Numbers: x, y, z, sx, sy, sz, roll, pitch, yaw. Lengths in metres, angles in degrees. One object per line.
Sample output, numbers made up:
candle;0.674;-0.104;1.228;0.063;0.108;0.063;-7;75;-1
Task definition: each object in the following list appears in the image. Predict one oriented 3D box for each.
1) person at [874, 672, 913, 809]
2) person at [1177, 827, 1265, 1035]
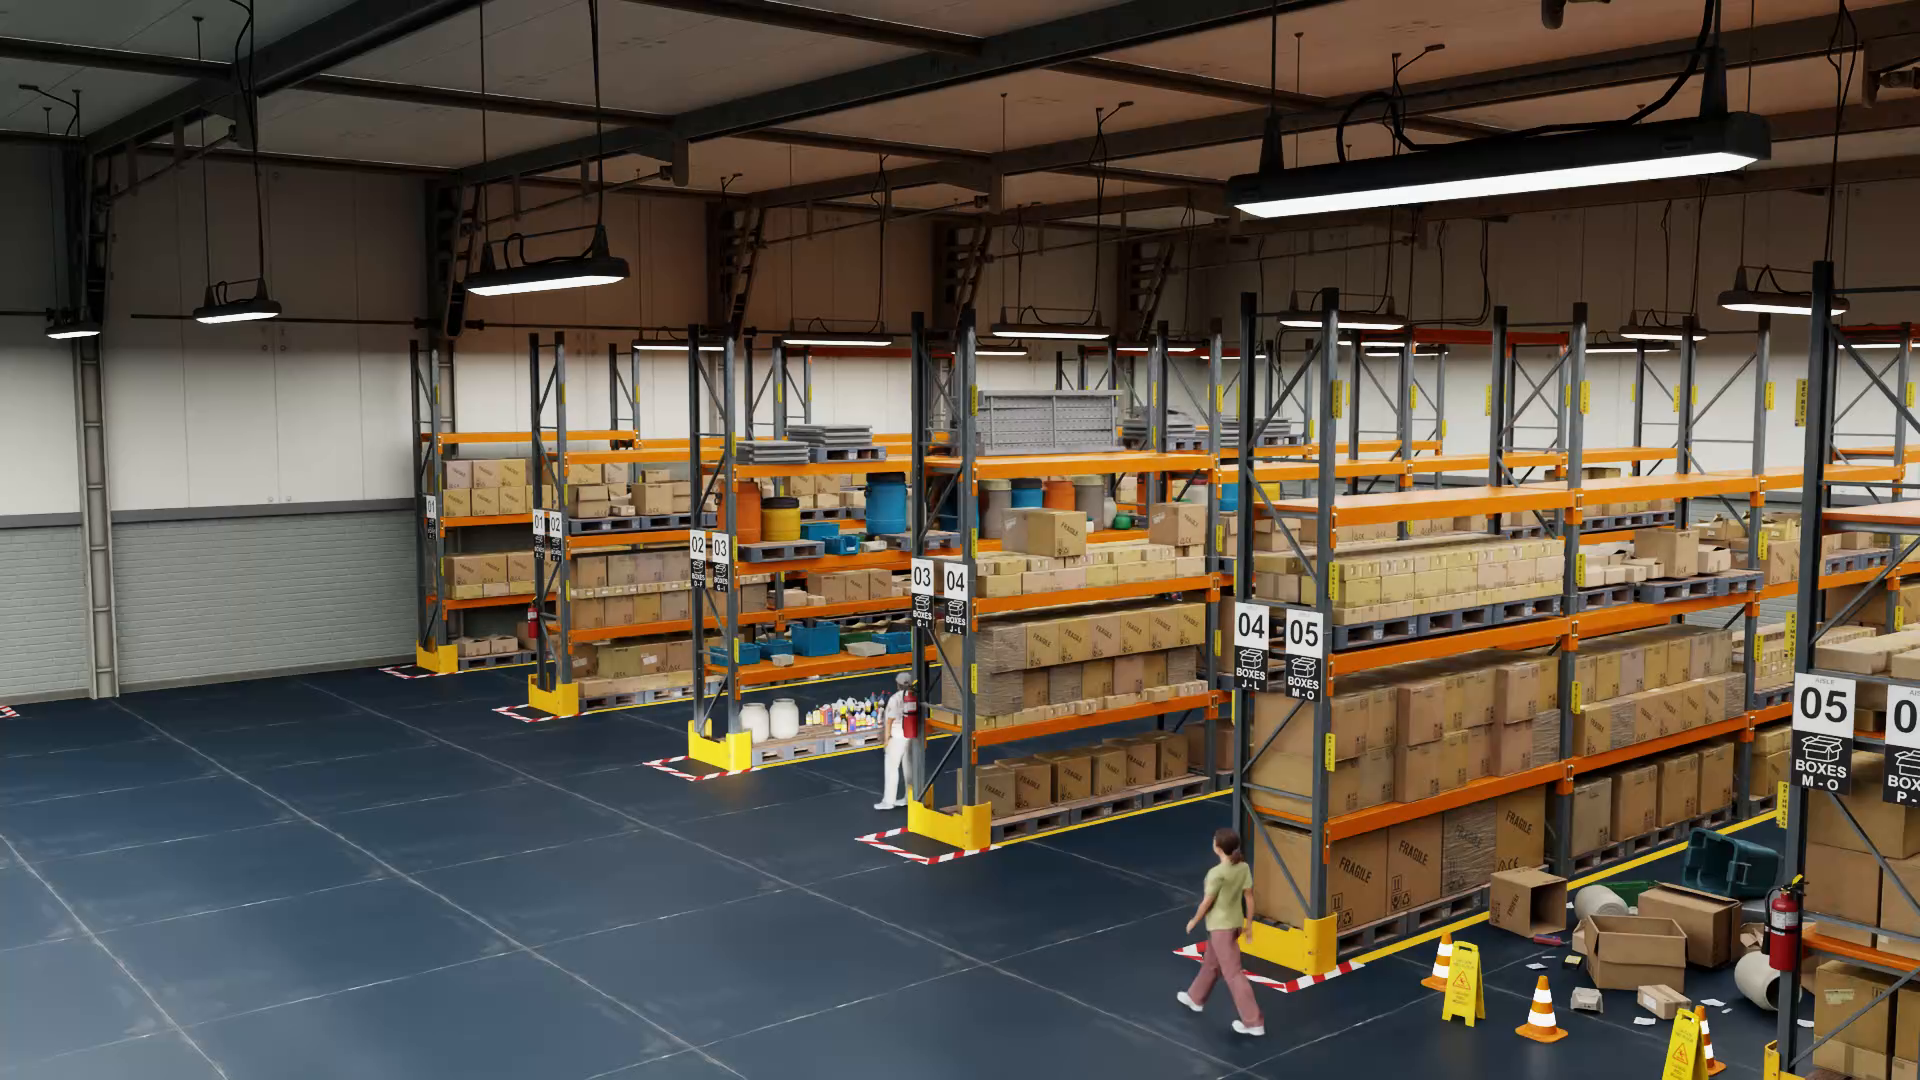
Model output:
person;-0.750;2.450;20.398;0.406;1.672;0.560;5;7;41
person;2.056;3.095;13.379;0.967;1.622;0.456;5;7;42
